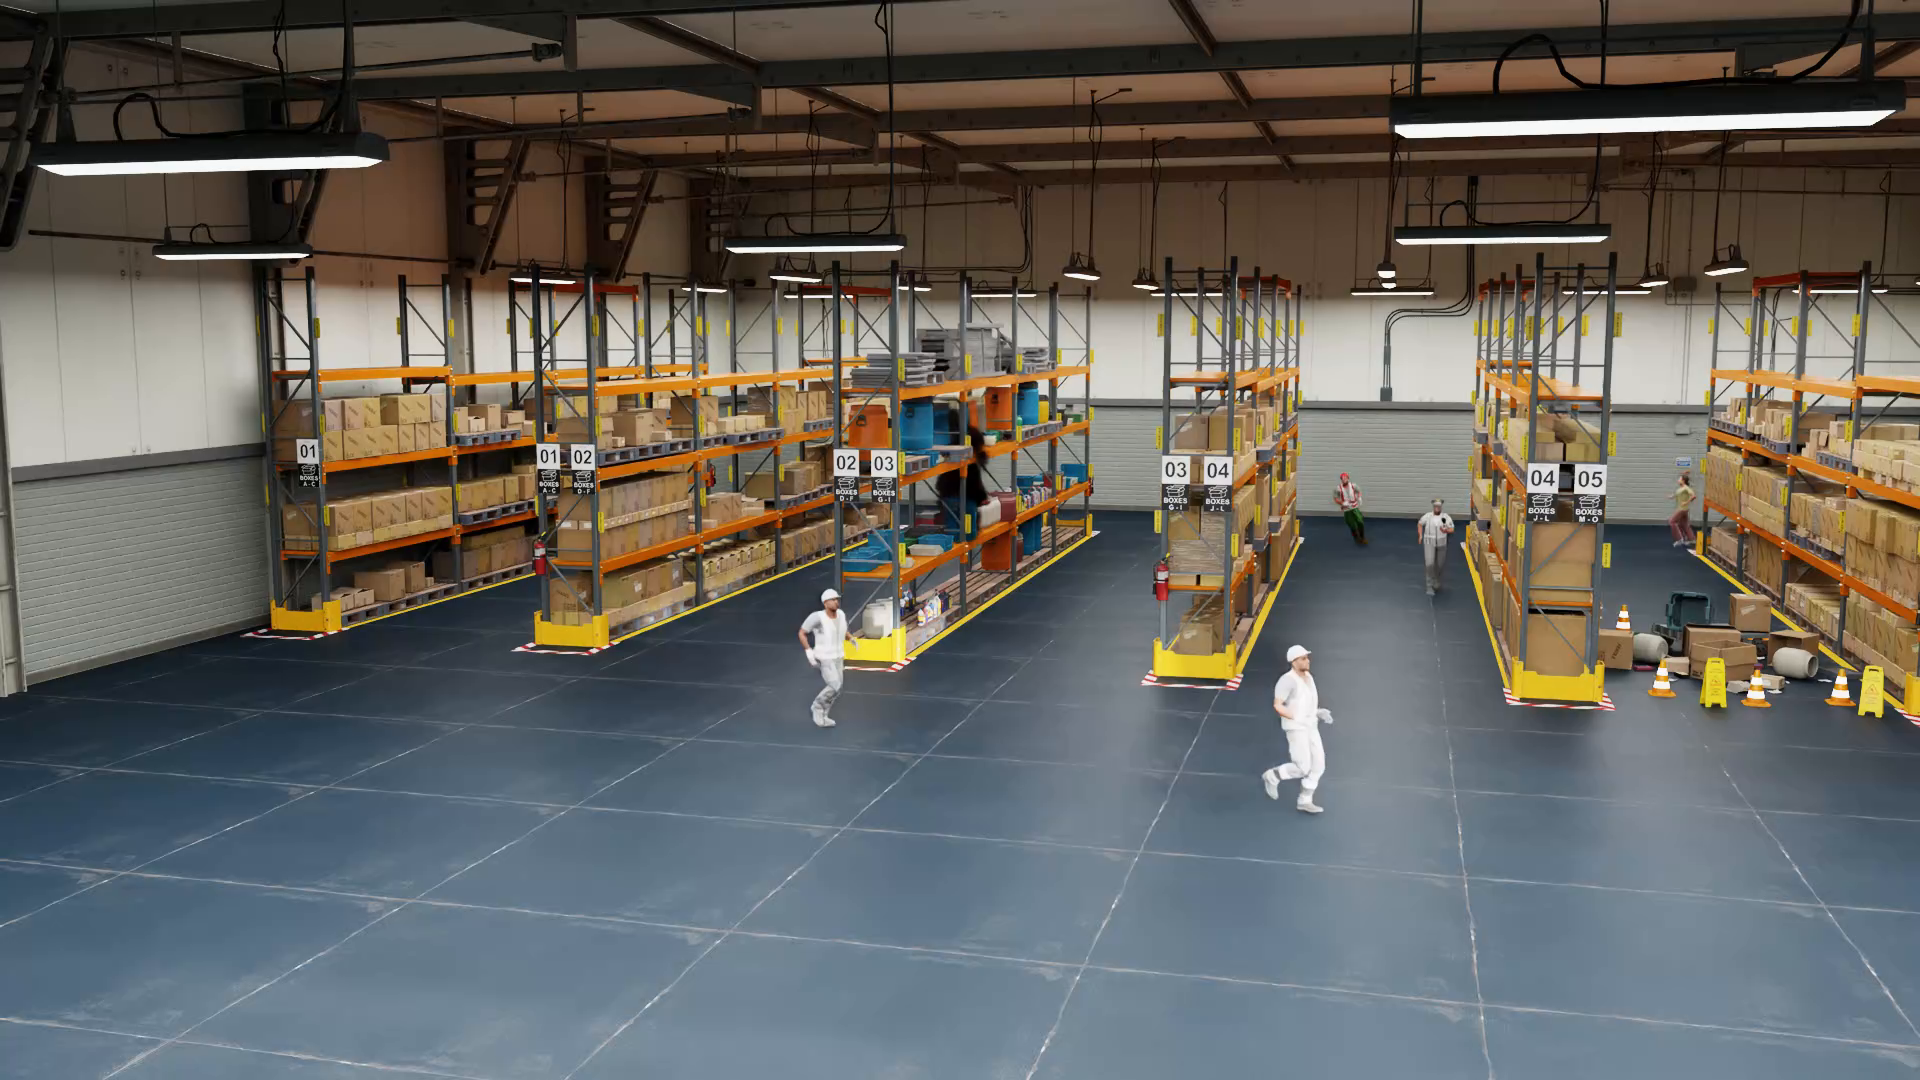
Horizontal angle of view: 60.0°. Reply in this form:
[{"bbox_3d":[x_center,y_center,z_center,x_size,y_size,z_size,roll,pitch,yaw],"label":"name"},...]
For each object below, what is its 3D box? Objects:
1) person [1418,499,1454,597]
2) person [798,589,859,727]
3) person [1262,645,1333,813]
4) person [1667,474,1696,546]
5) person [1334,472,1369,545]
[{"bbox_3d":[9.036,0.110,31.582,0.651,1.819,0.906,1,7,10],"label":"person"},{"bbox_3d":[-1.591,1.484,20.897,0.599,1.744,0.686,6,9,38],"label":"person"},{"bbox_3d":[3.502,1.954,17.310,0.667,1.739,0.644,7,10,42],"label":"person"},{"bbox_3d":[16.641,-0.665,38.286,0.681,1.695,0.582,2,8,18],"label":"person"},{"bbox_3d":[9.056,-0.732,38.475,0.836,1.675,0.614,0,7,1],"label":"person"}]
